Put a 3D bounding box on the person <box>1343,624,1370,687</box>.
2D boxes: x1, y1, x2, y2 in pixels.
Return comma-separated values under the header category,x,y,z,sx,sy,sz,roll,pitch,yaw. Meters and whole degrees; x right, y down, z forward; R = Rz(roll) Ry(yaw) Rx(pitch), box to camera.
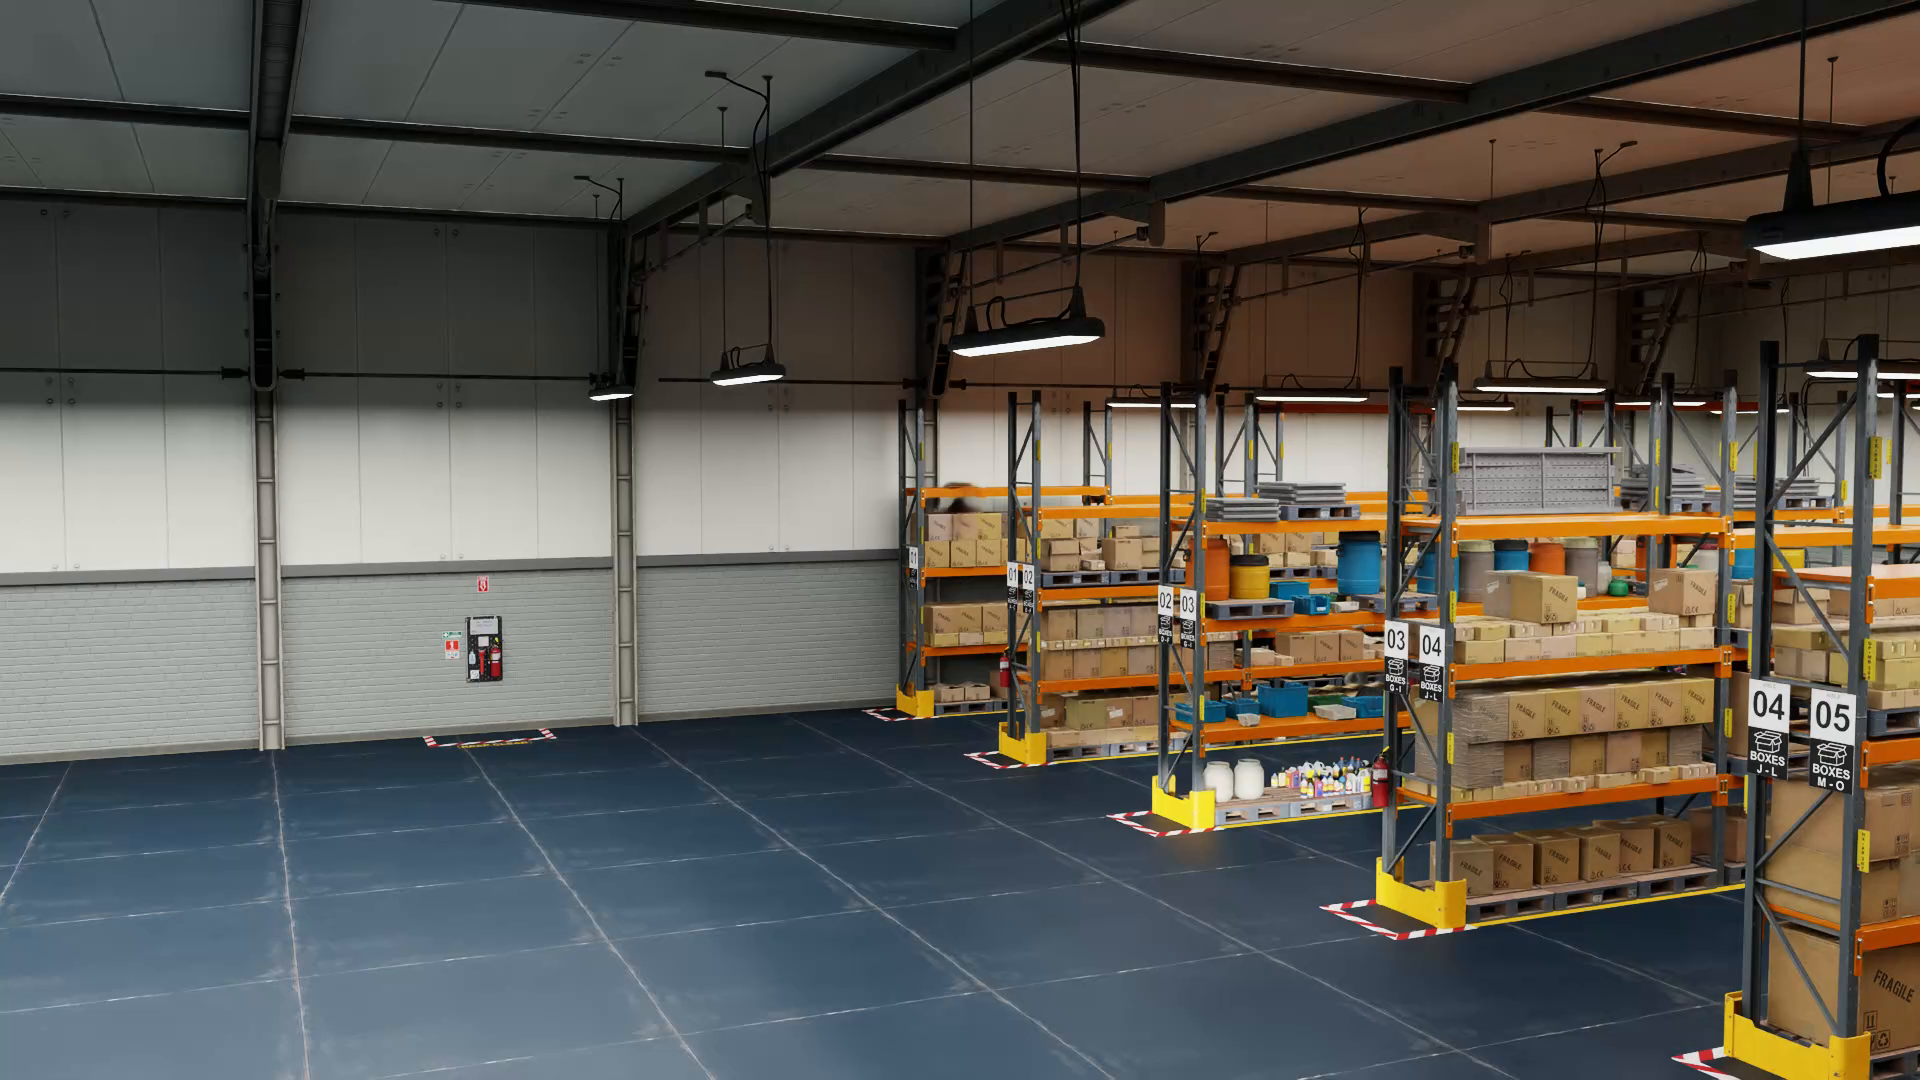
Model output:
category,x,y,z,sx,sy,sz,roll,pitch,yaw
person,7.762,2.416,32.442,1.028,1.620,0.615,-1,4,-24
